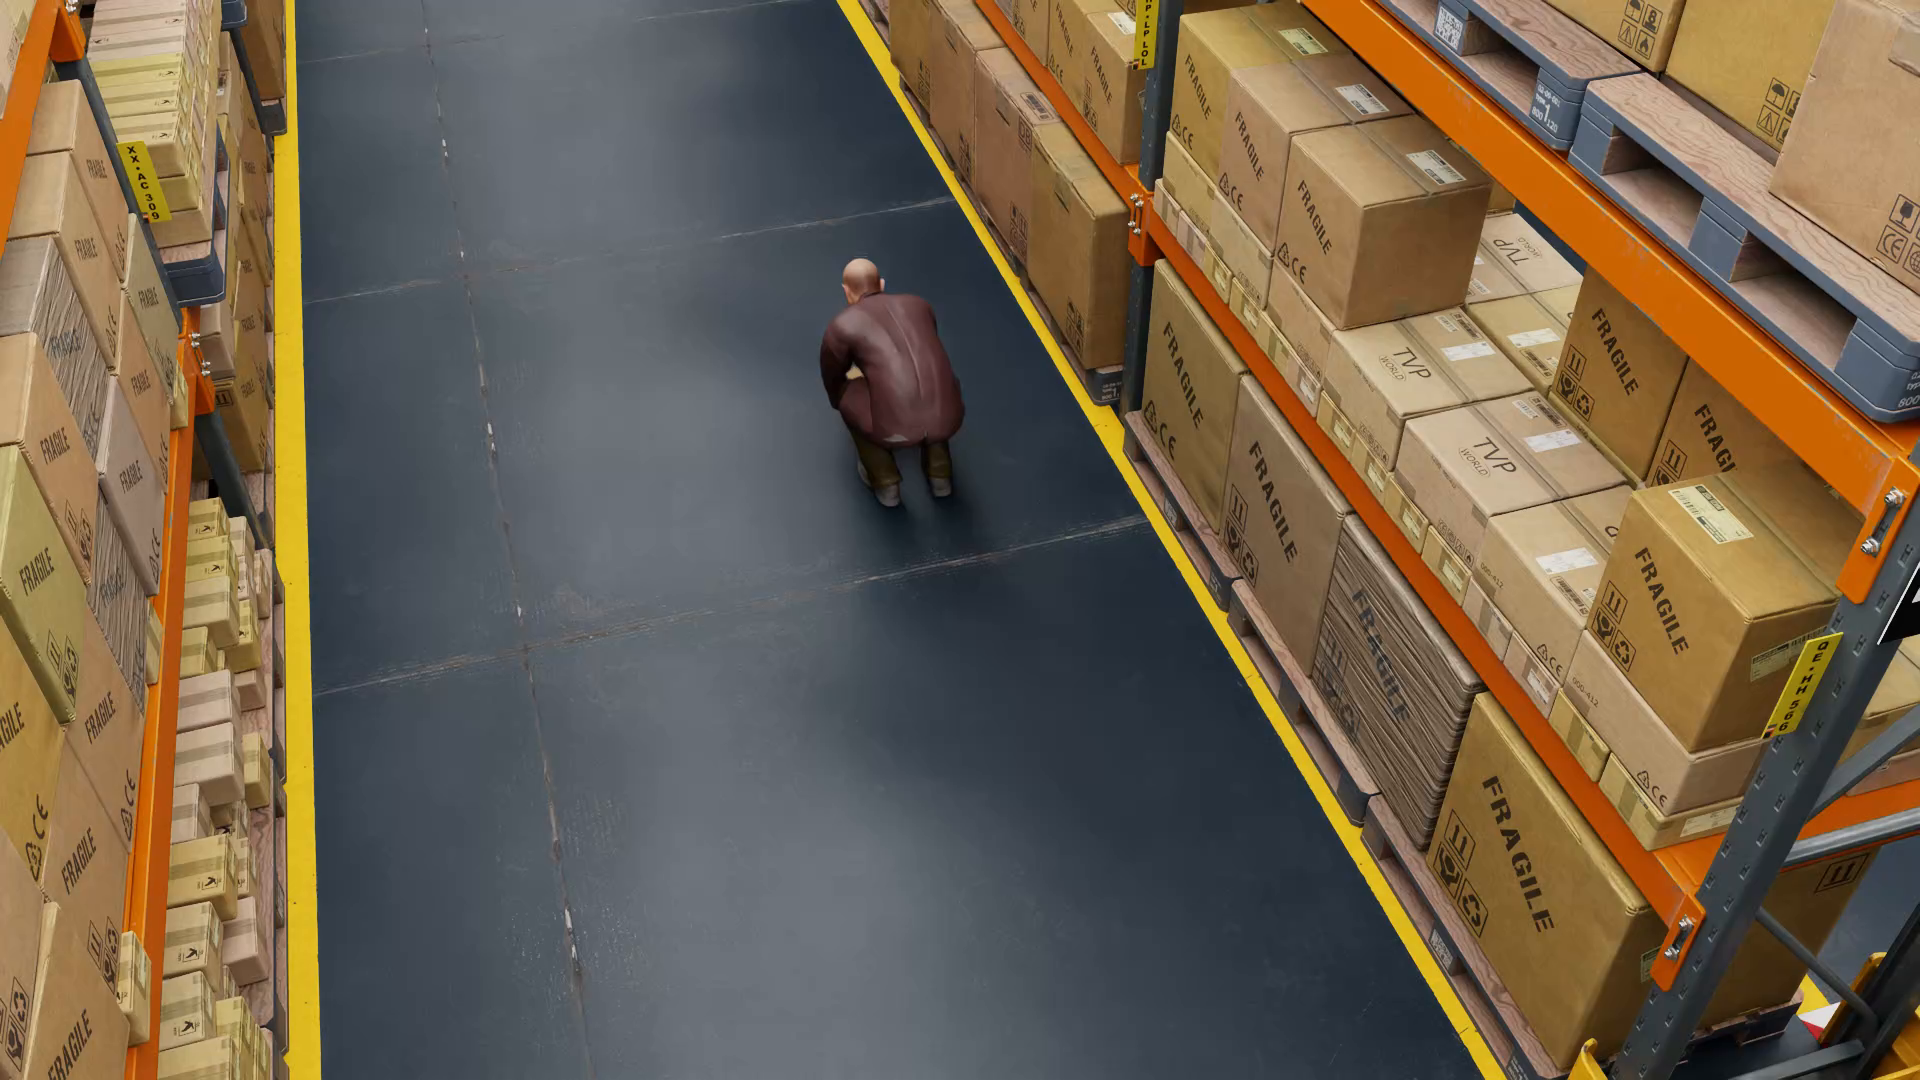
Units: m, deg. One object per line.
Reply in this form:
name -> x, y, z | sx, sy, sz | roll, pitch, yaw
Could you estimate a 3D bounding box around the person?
person -> -0.308, -0.714, 7.600 | 0.610, 0.947, 0.907 | -12, 43, -13
